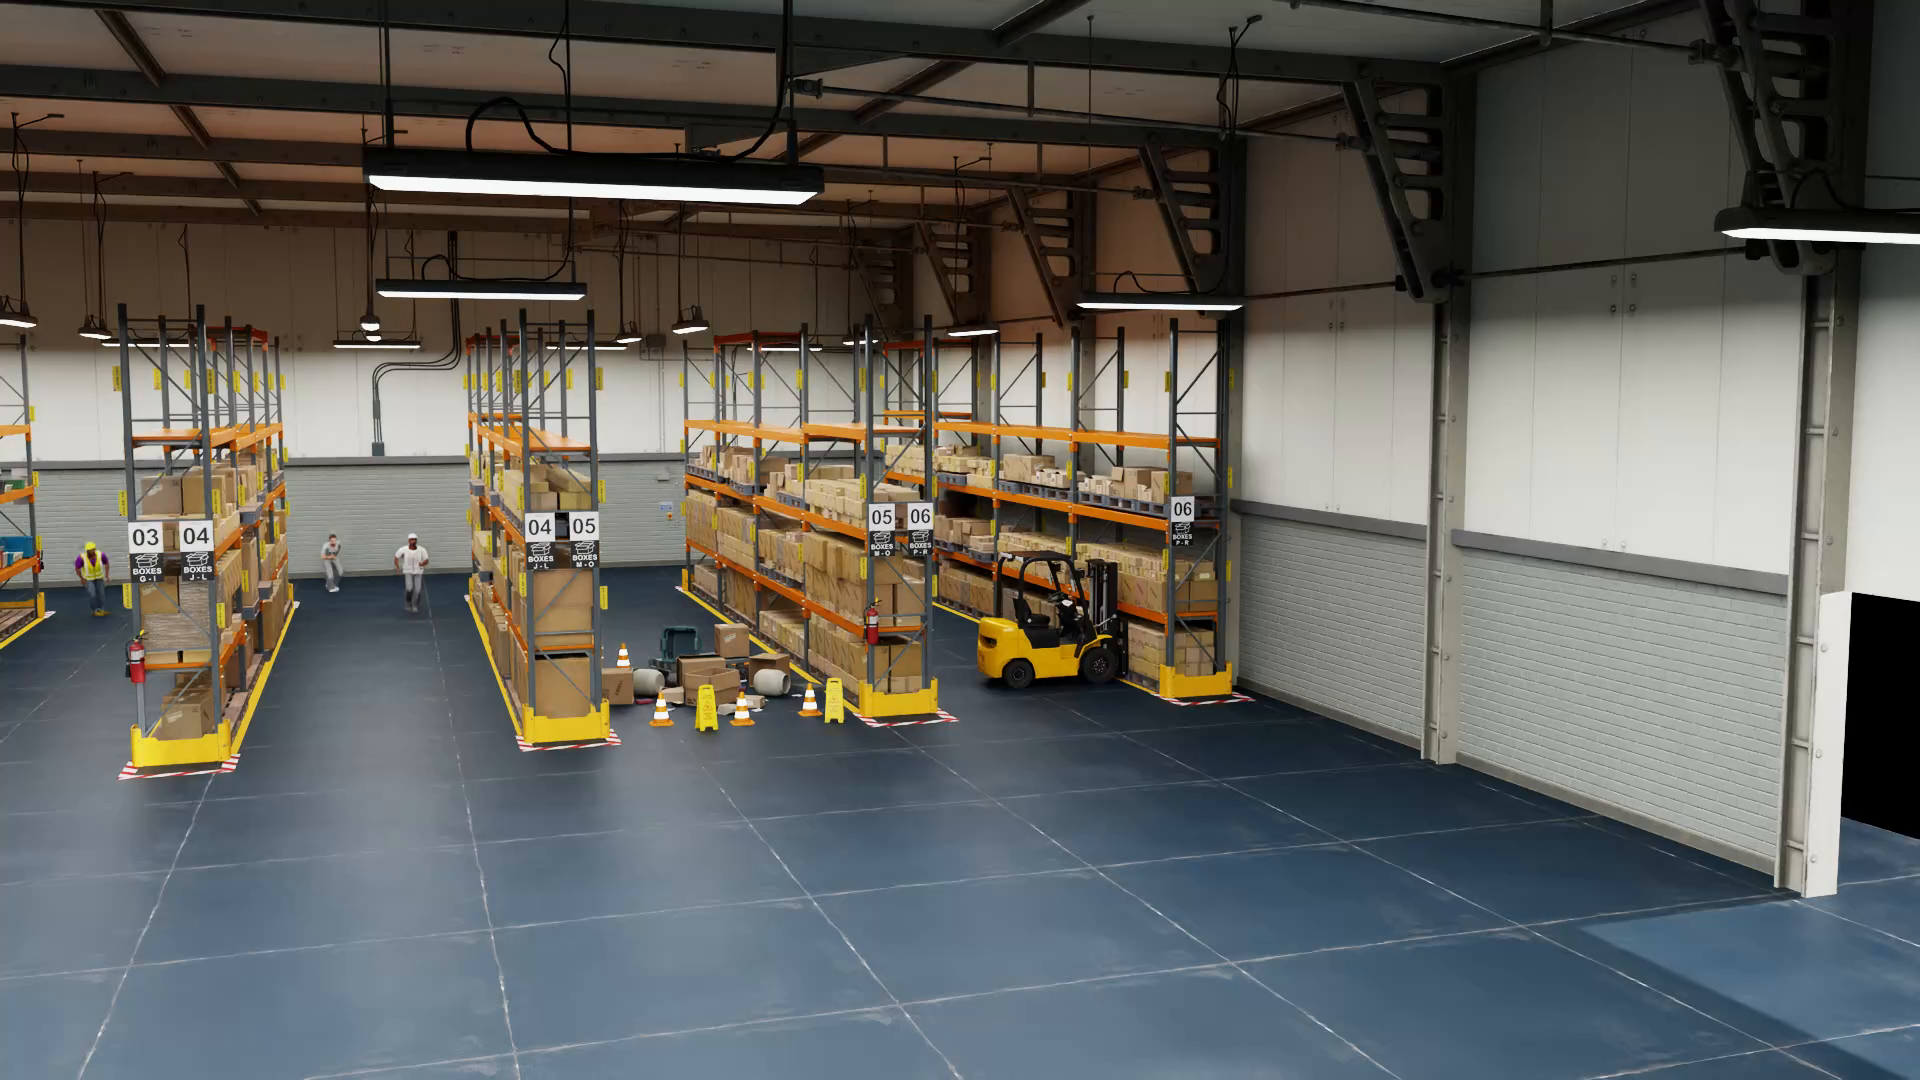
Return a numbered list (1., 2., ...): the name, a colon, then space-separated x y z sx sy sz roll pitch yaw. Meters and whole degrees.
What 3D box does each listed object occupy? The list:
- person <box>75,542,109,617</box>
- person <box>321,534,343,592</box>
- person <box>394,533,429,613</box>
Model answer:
1. person: -18.504 0.836 35.476 0.814 1.658 0.689 5 7 42
2. person: -14.907 0.555 39.504 0.618 1.443 0.885 -5 7 -43
3. person: -11.819 0.718 35.899 0.701 1.719 0.635 -2 6 -24
